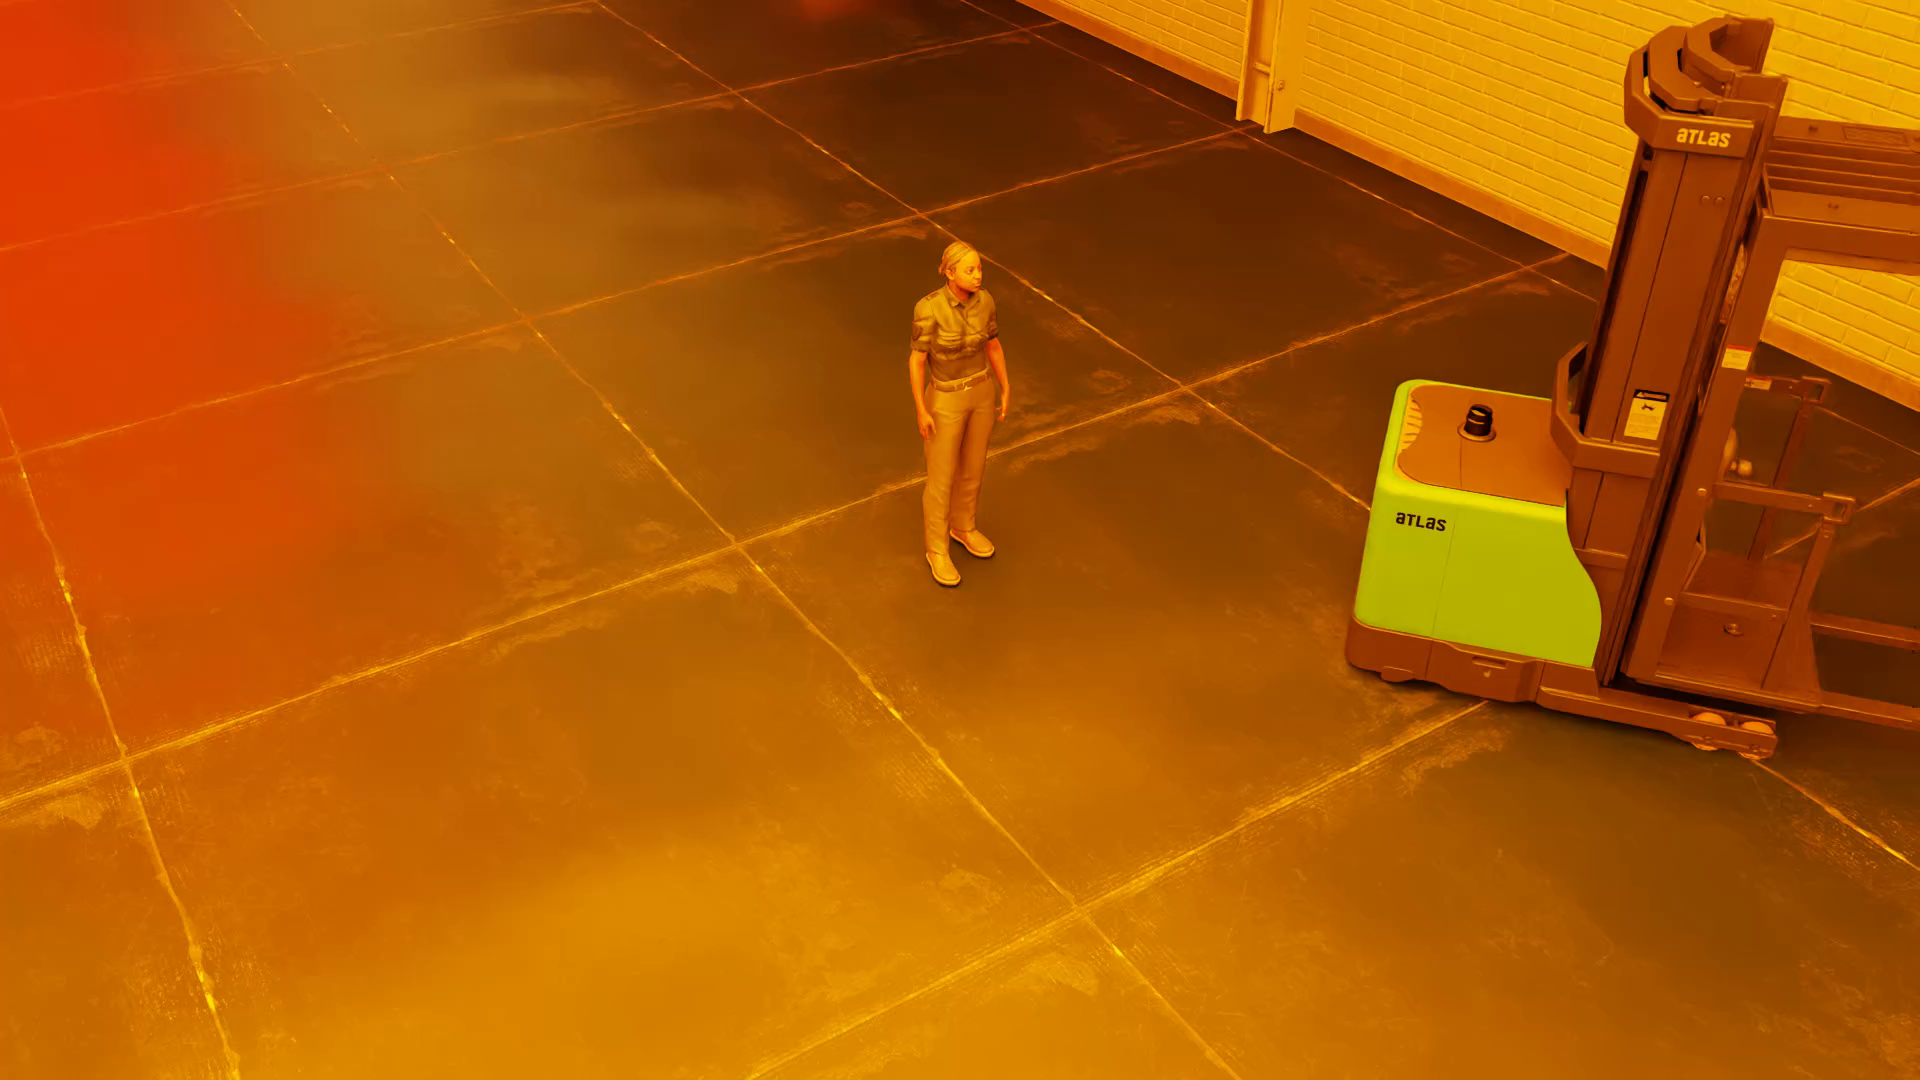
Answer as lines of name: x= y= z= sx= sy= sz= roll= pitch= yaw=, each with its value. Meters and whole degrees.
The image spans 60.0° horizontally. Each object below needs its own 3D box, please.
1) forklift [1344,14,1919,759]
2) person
forklift: x=3.380 y=-0.578 z=6.971 sx=3.031 sy=2.935 sz=1.130 roll=11 pitch=36 yaw=15
person: x=0.032 y=-0.634 z=8.149 sx=0.570 sy=1.656 sz=0.503 roll=-21 pitch=40 yaw=-27
